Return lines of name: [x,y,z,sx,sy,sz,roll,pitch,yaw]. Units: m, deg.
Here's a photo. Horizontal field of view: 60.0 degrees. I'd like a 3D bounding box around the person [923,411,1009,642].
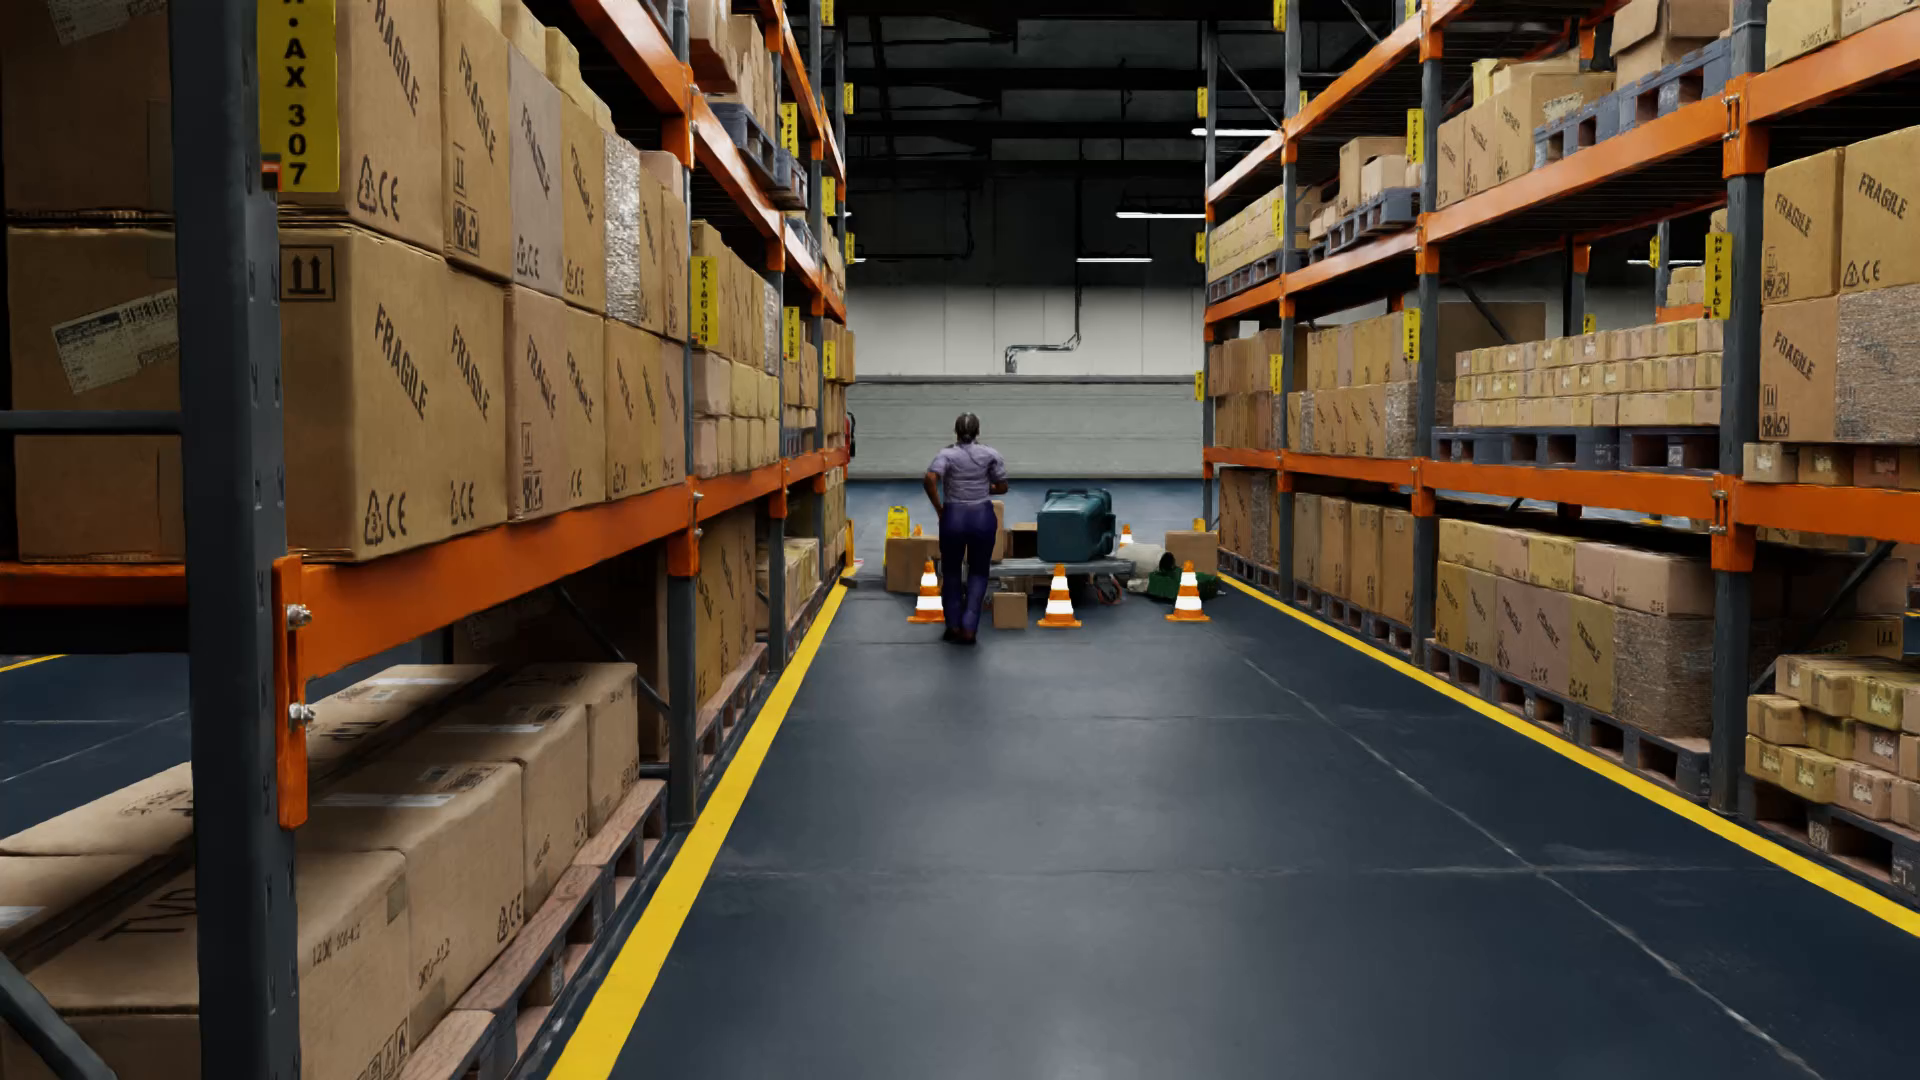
person: [0.046,-0.060,11.639,0.586,1.660,0.627,0,4,1]
